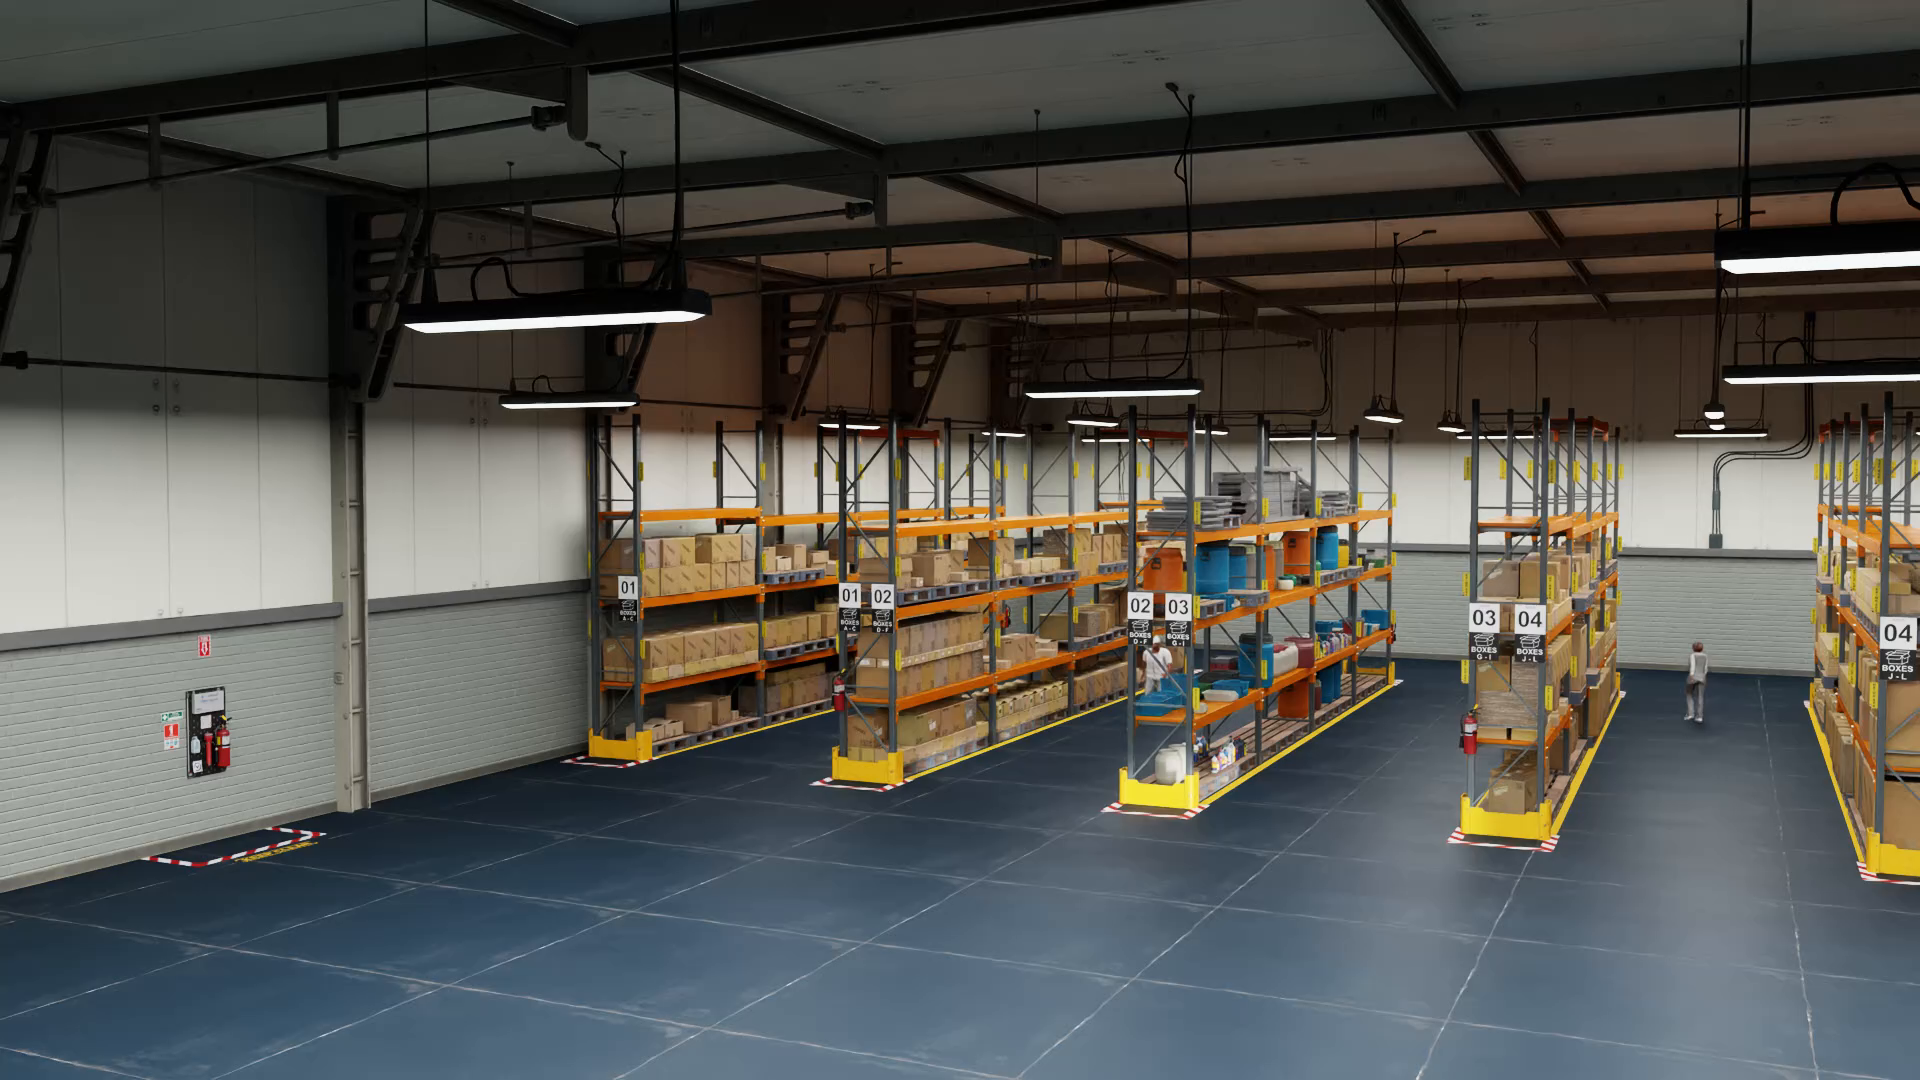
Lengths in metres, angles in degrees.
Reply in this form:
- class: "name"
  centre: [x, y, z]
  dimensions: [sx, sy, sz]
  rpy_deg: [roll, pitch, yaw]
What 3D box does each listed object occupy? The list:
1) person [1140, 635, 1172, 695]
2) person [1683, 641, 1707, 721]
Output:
- class: "person"
  centre: [3.927, 2.805, 33.377]
  dimensions: [0.697, 1.817, 0.700]
  rpy_deg: [1, 3, 27]
- class: "person"
  centre: [14.807, 2.850, 33.364]
  dimensions: [0.408, 1.616, 0.629]
  rpy_deg: [0, 2, 9]
